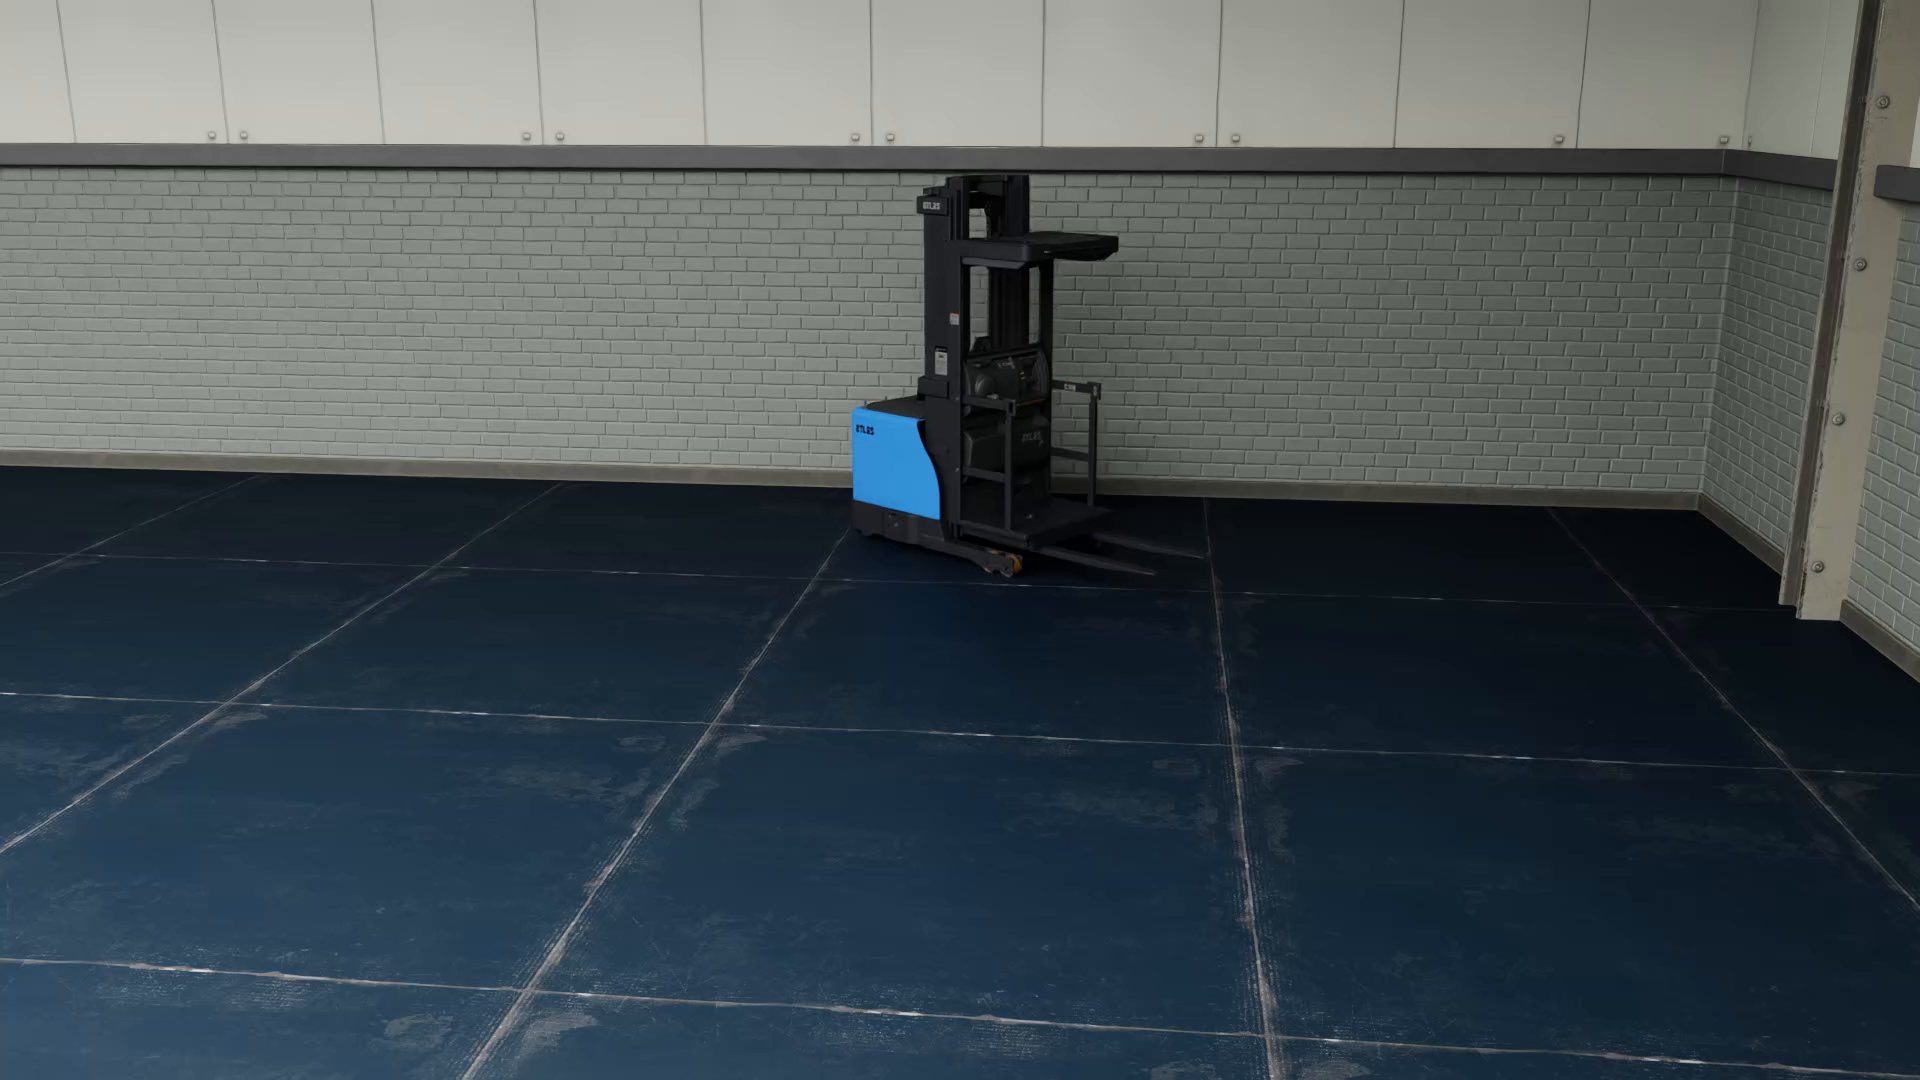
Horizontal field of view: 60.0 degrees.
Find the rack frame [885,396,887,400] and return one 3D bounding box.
[{"bbox_3d":[-0.567,-0.702,14.248,0.200,1.050,0.008,13,20,41],"label":"rack frame"}]

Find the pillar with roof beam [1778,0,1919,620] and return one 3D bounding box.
[{"bbox_3d":[1.756,-3.966,11.088,9.100,9.000,0.400,2,15,6],"label":"pillar with roof beam"}]

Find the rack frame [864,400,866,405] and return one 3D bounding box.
[{"bbox_3d":[-0.732,-0.655,14.074,0.200,1.050,0.008,13,20,41],"label":"rack frame"}]

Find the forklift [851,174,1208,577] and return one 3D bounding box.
[{"bbox_3d":[0.517,-1.288,12.809,3.031,2.935,1.130,14,20,41],"label":"forklift"}]

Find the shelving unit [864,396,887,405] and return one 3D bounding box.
[{"bbox_3d":[-0.649,-0.679,14.161,0.215,1.050,0.252,13,20,41],"label":"shelving unit"}]
